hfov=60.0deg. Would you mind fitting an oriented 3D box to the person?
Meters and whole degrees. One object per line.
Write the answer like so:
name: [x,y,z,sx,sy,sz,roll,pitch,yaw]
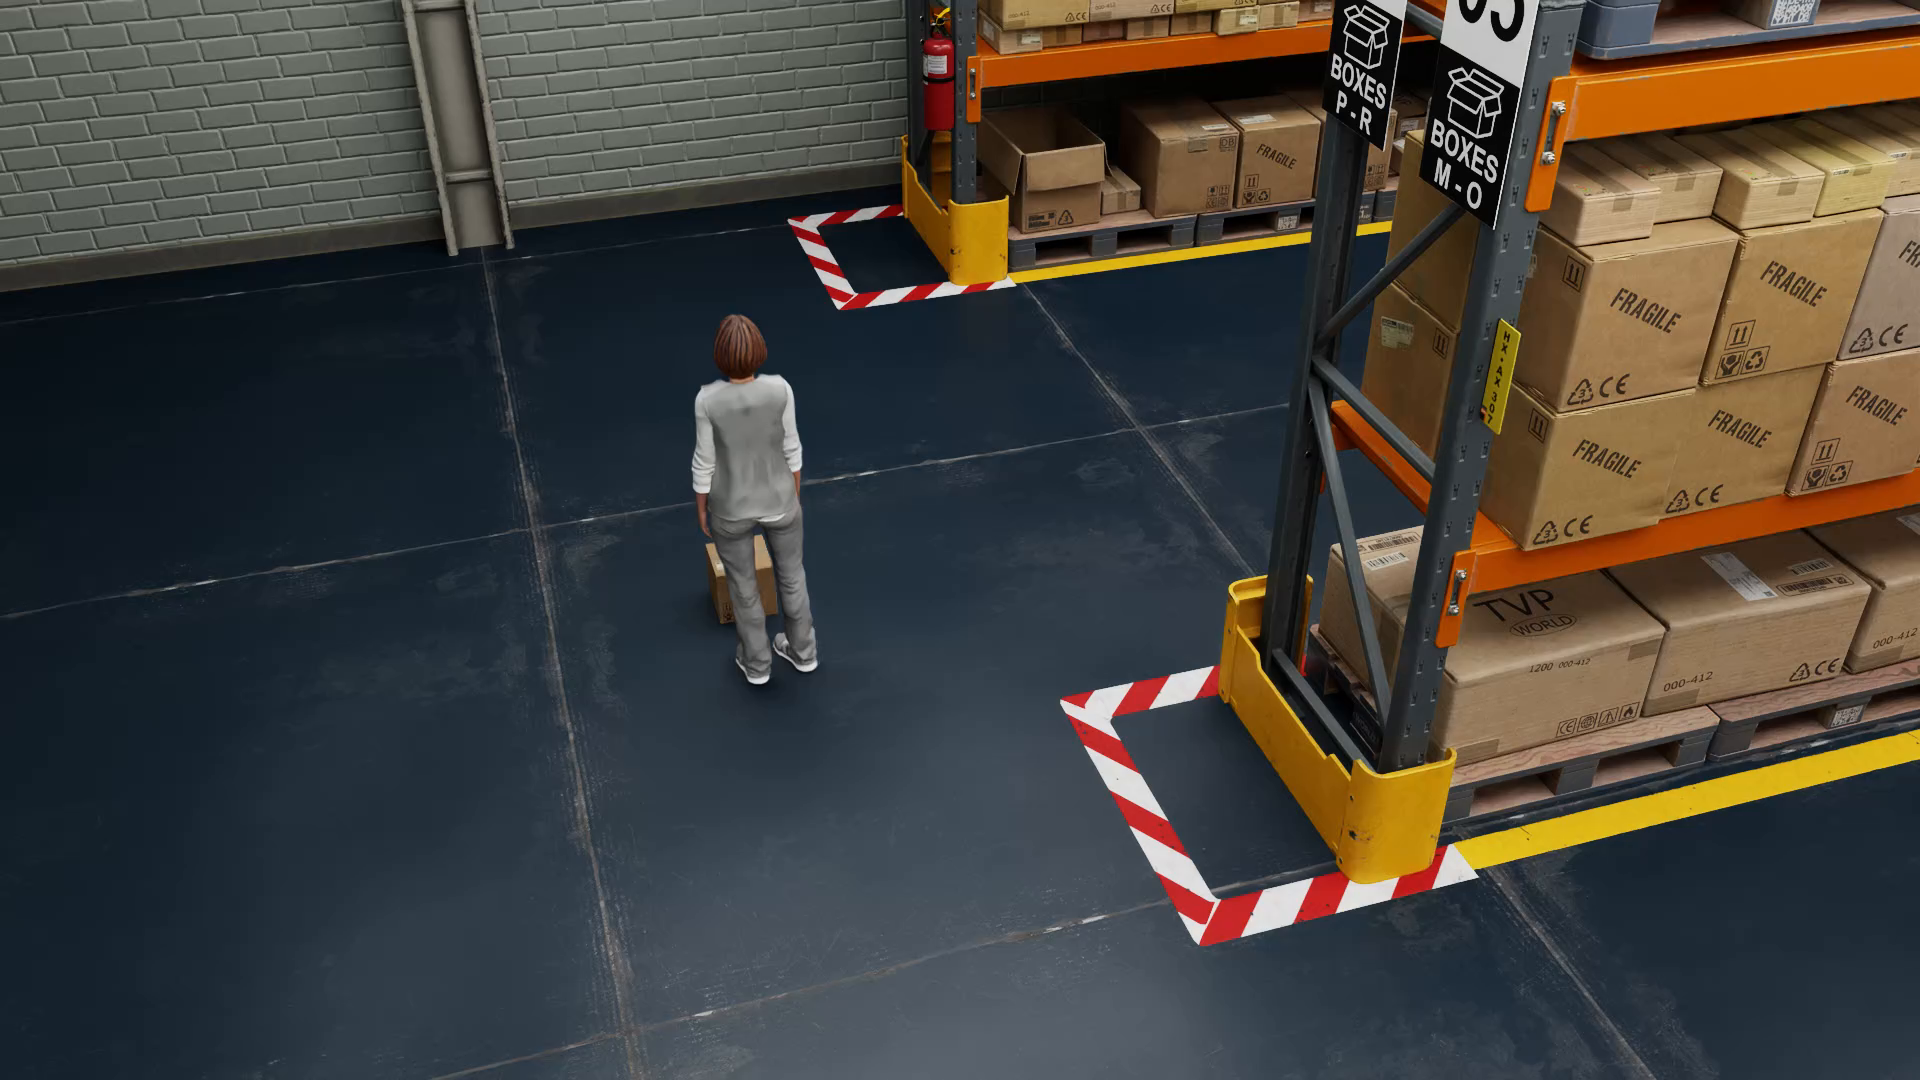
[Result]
person: [-0.797,-0.136,6.348,0.425,1.603,0.322,-9,35,-13]
